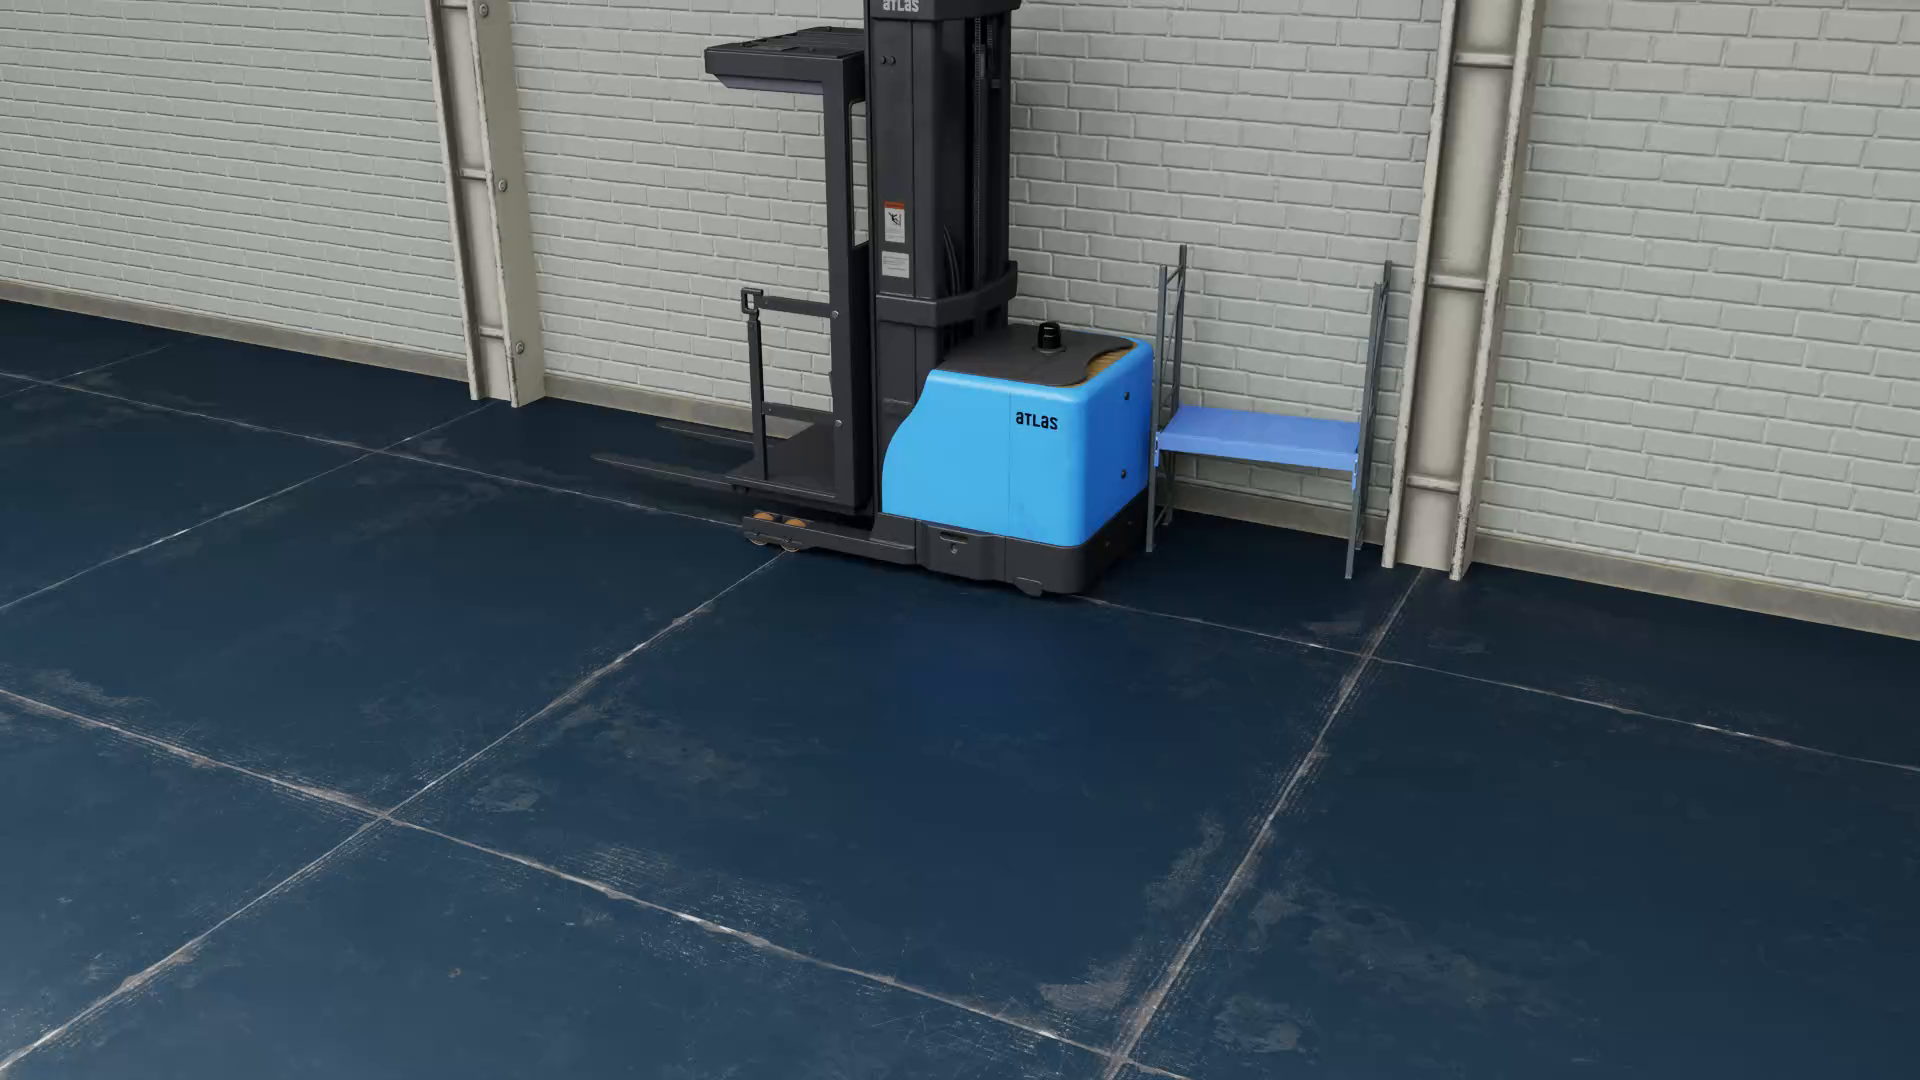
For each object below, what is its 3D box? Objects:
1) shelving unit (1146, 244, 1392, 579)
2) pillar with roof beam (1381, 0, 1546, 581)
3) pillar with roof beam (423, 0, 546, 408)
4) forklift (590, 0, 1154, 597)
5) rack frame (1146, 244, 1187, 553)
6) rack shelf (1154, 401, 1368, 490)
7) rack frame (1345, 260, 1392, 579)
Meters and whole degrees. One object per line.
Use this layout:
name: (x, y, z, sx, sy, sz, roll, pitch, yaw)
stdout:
shelving unit: (1.538, -0.653, 8.370, 1.048, 1.500, 0.538, 8, 24, 18)
pillar with roof beam: (0.440, -2.523, 3.185, 0.400, 9.000, 9.100, 11, 25, 25)
pillar with roof beam: (-4.914, -3.583, 5.676, 0.400, 9.000, 9.100, 11, 25, 25)
forklift: (-0.563, -1.459, 8.435, 3.031, 2.935, 1.130, 11, 25, 24)
rack frame: (1.057, -0.719, 8.524, 0.032, 1.500, 0.500, 8, 24, 18)
rack shelf: (1.538, -0.488, 8.440, 1.000, 0.185, 0.538, 8, 24, 18)
rack frame: (2.018, -0.588, 8.216, 0.032, 1.500, 0.500, 8, 24, 18)
